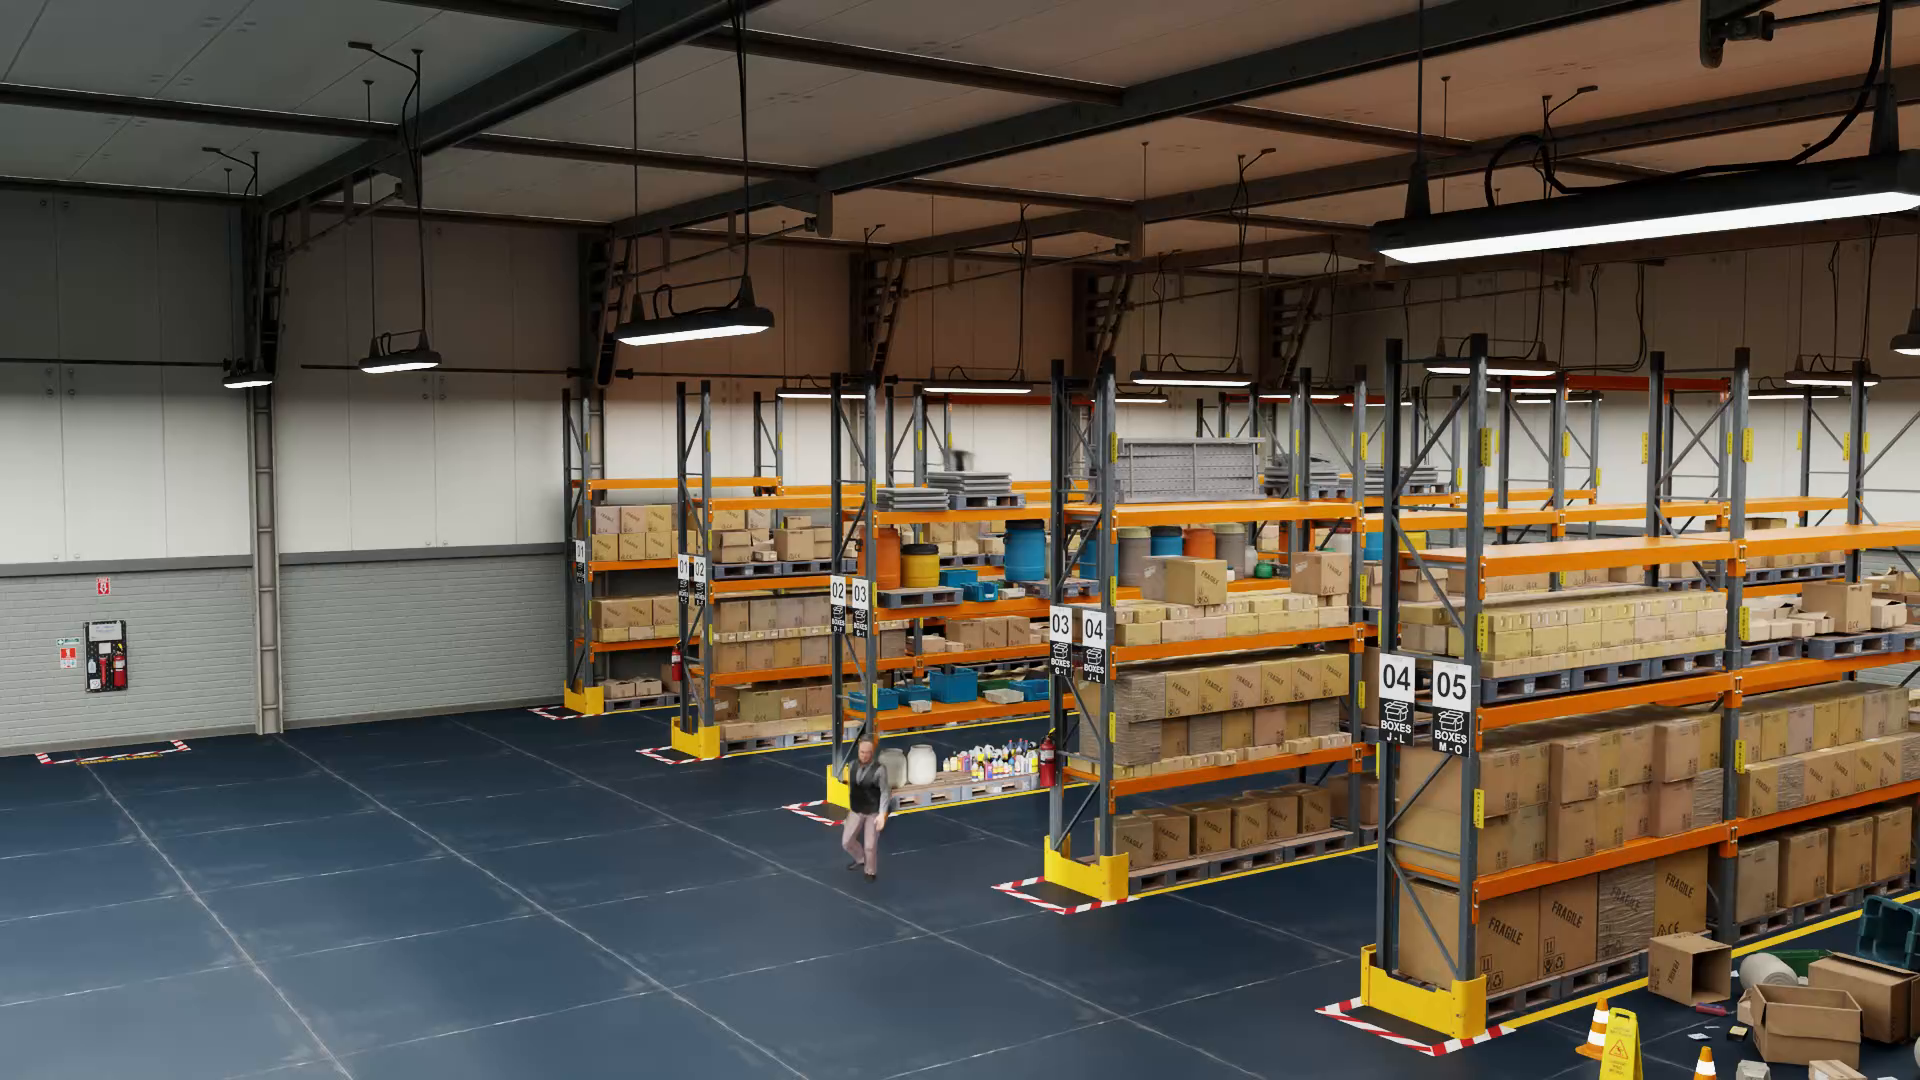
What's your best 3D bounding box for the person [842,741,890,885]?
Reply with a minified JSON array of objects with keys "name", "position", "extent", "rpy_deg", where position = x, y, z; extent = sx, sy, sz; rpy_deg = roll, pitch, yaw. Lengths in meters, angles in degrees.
[{"name":"person","position":[-1.068,3.112,19.057],"extent":[0.692,1.697,0.545],"rpy_deg":[2,4,26]}]
